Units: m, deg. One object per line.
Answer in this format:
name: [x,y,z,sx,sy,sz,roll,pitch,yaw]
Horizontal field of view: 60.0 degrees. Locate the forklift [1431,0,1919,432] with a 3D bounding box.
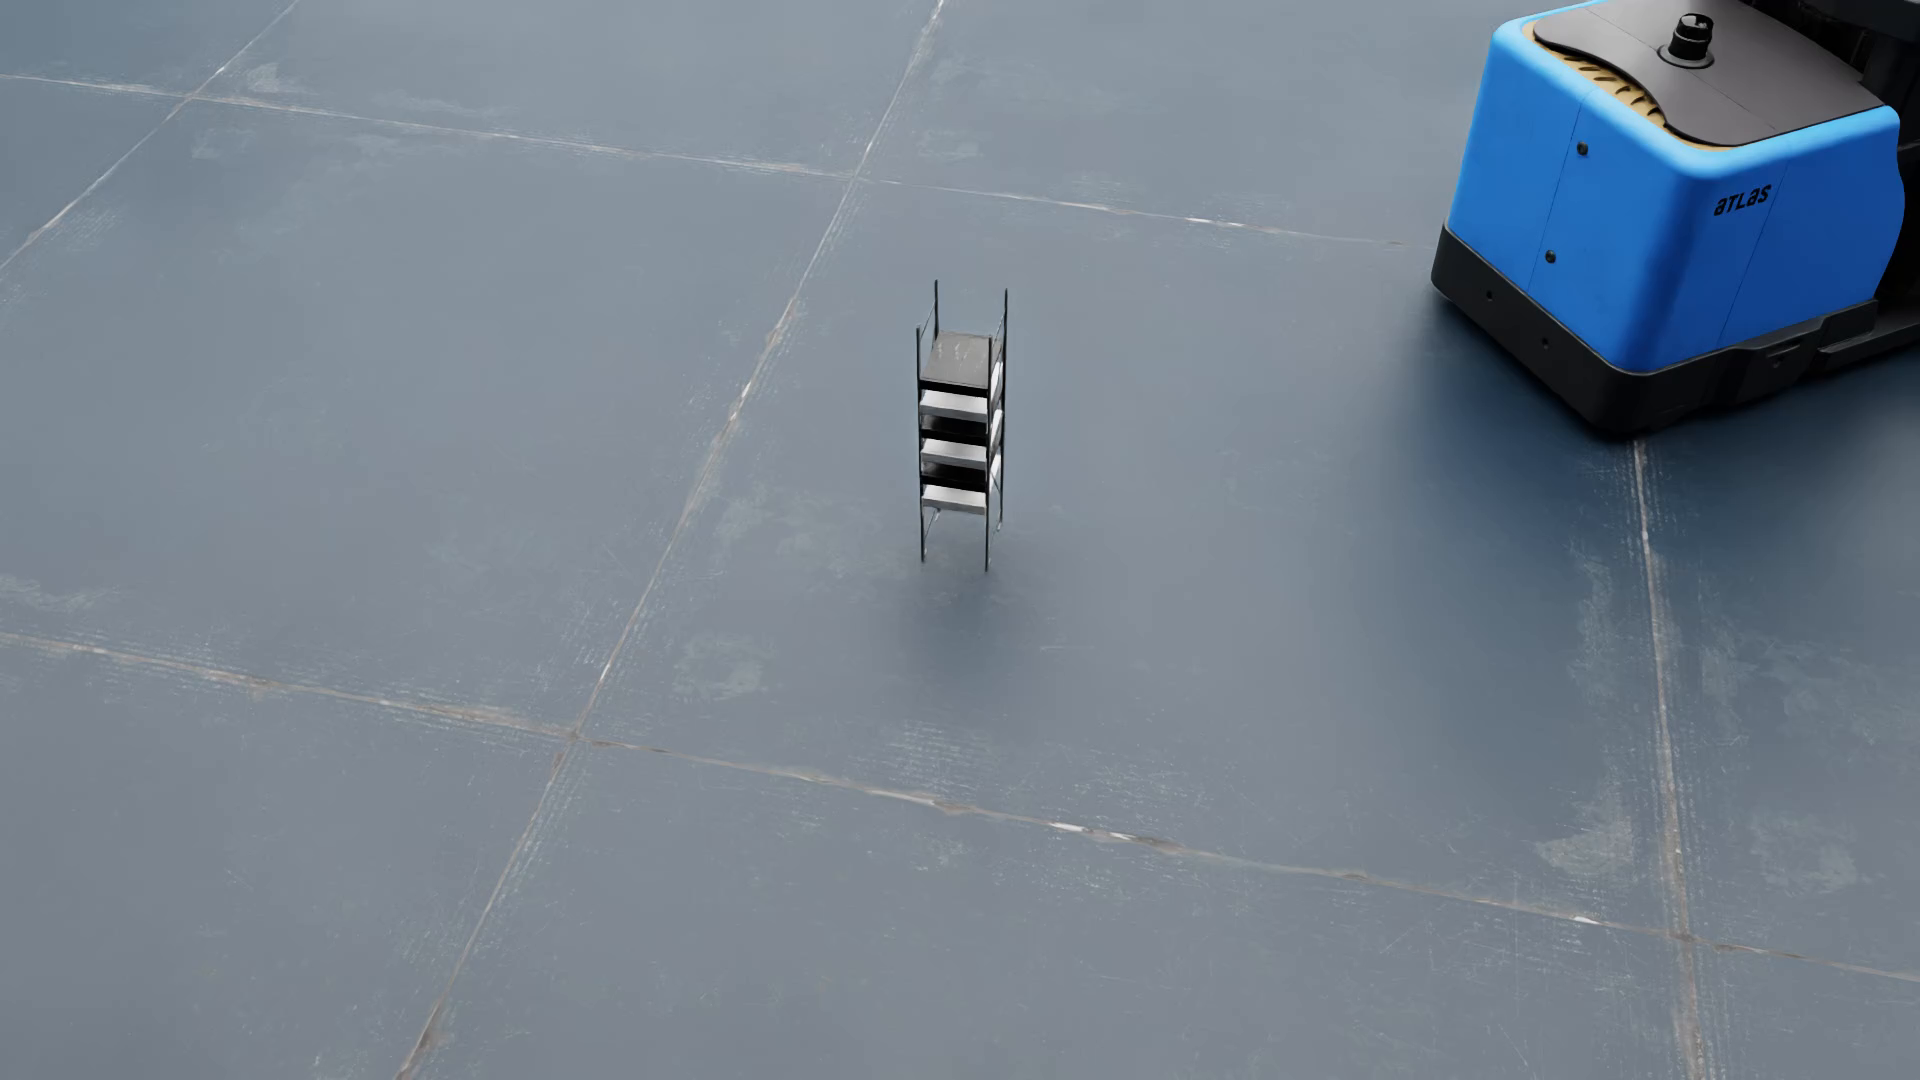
forklift: [3.300,-2.105,5.324,3.031,2.935,1.130,-18,47,-17]

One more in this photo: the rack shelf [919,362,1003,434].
rack shelf: [0.008,-0.429,4.835,0.200,0.077,0.258,9,45,9]

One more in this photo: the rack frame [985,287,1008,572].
rack frame: [0.107,-0.308,4.921,0.006,0.900,0.240,9,45,9]

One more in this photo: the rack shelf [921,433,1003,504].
rack shelf: [0.008,-0.234,5.022,0.200,0.077,0.258,9,45,9]

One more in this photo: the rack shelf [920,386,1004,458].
rack shelf: [0.008,-0.364,4.897,0.200,0.077,0.258,9,45,9]

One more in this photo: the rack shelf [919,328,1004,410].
rack shelf: [0.008,-0.493,4.773,0.200,0.077,0.258,9,45,9]

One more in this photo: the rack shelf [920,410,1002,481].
rack shelf: [0.008,-0.299,4.960,0.200,0.077,0.258,9,45,9]

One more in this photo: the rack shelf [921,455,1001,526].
rack shelf: [0.008,-0.169,5.085,0.200,0.077,0.258,9,45,9]

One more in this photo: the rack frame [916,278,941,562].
rack frame: [-0.091,-0.338,4.953,0.006,0.900,0.240,9,45,9]

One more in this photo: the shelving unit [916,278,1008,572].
shelving unit: [0.008,-0.323,4.937,0.210,0.900,0.258,9,45,9]
